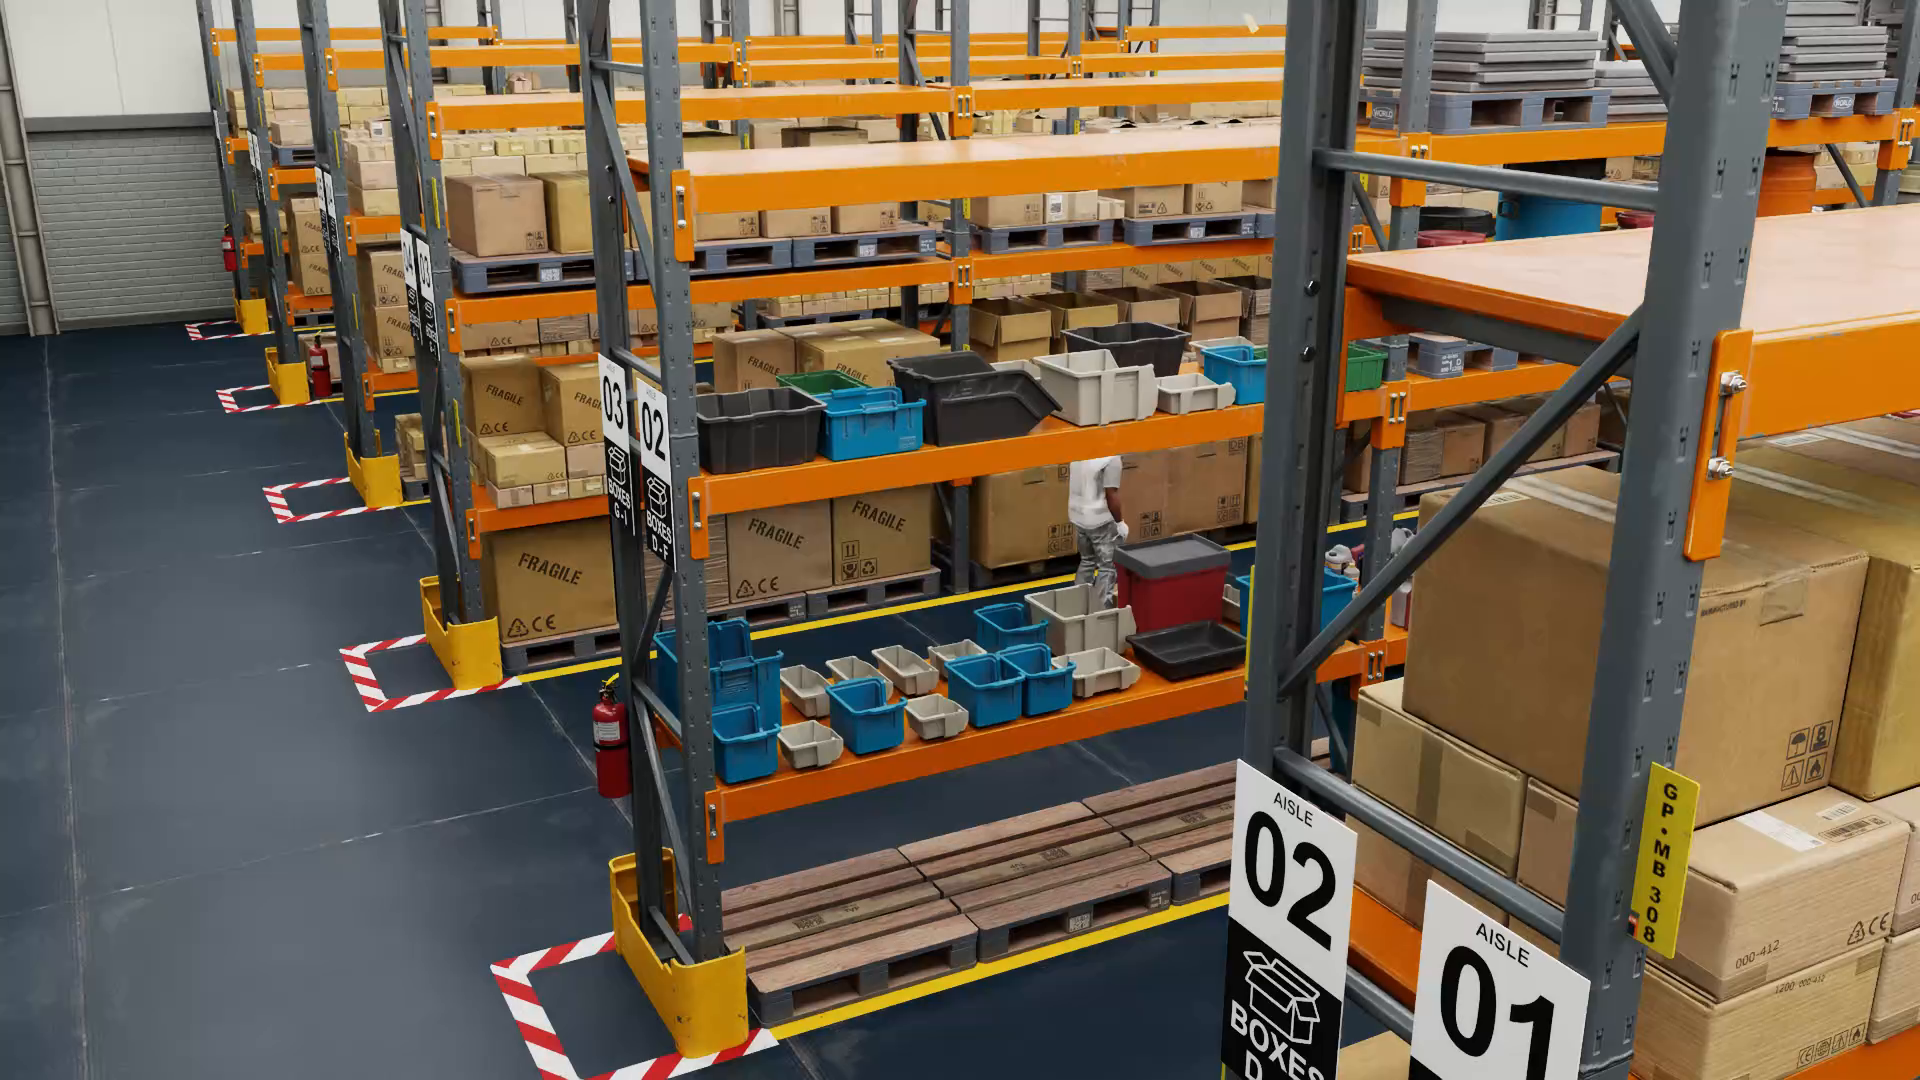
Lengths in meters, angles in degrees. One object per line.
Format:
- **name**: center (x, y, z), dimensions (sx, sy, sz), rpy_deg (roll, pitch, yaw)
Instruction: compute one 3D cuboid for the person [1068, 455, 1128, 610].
- **person**: center (1.095, -0.170, 13.054), dimensions (0.446, 1.775, 0.619), rpy_deg (-9, 20, -26)
